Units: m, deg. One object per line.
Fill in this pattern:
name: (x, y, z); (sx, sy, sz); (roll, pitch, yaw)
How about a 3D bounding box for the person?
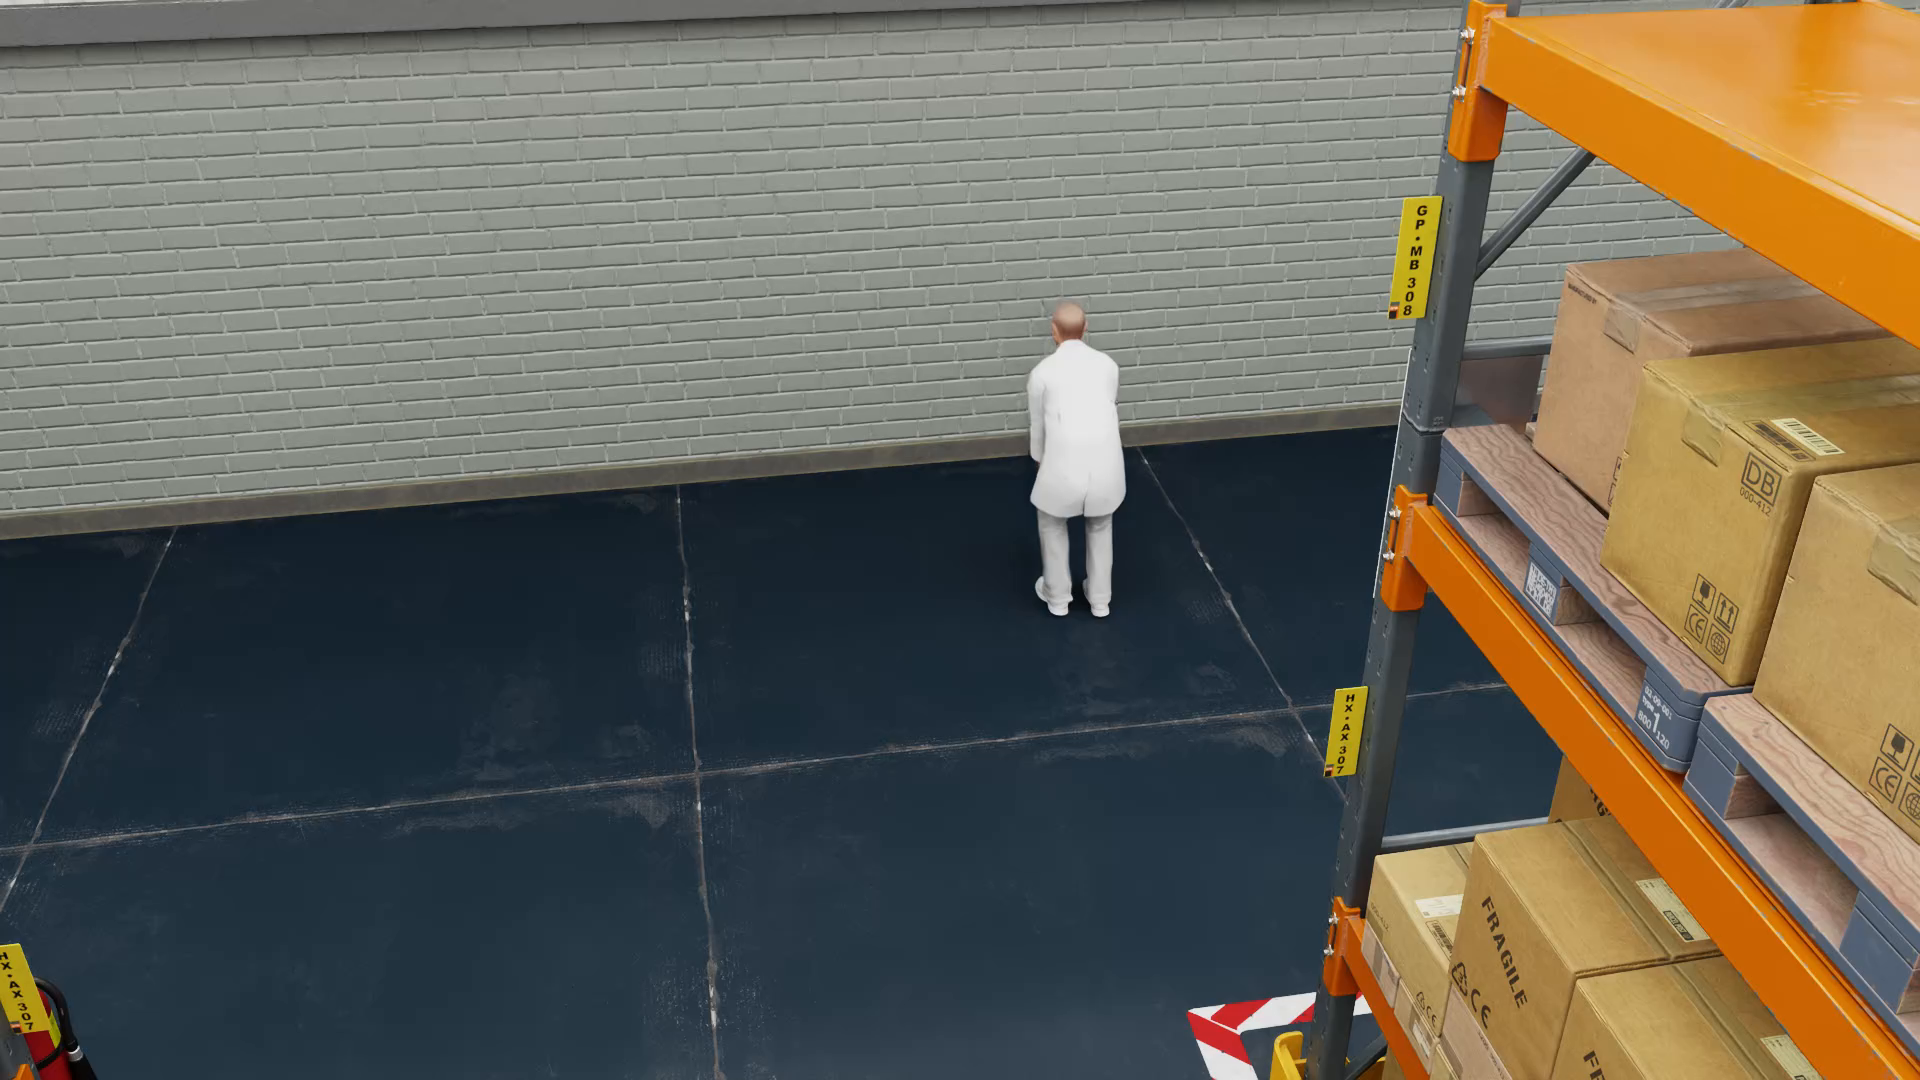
person: (0.620, -0.424, 8.951); (0.530, 1.717, 0.614); (-6, 31, -10)
